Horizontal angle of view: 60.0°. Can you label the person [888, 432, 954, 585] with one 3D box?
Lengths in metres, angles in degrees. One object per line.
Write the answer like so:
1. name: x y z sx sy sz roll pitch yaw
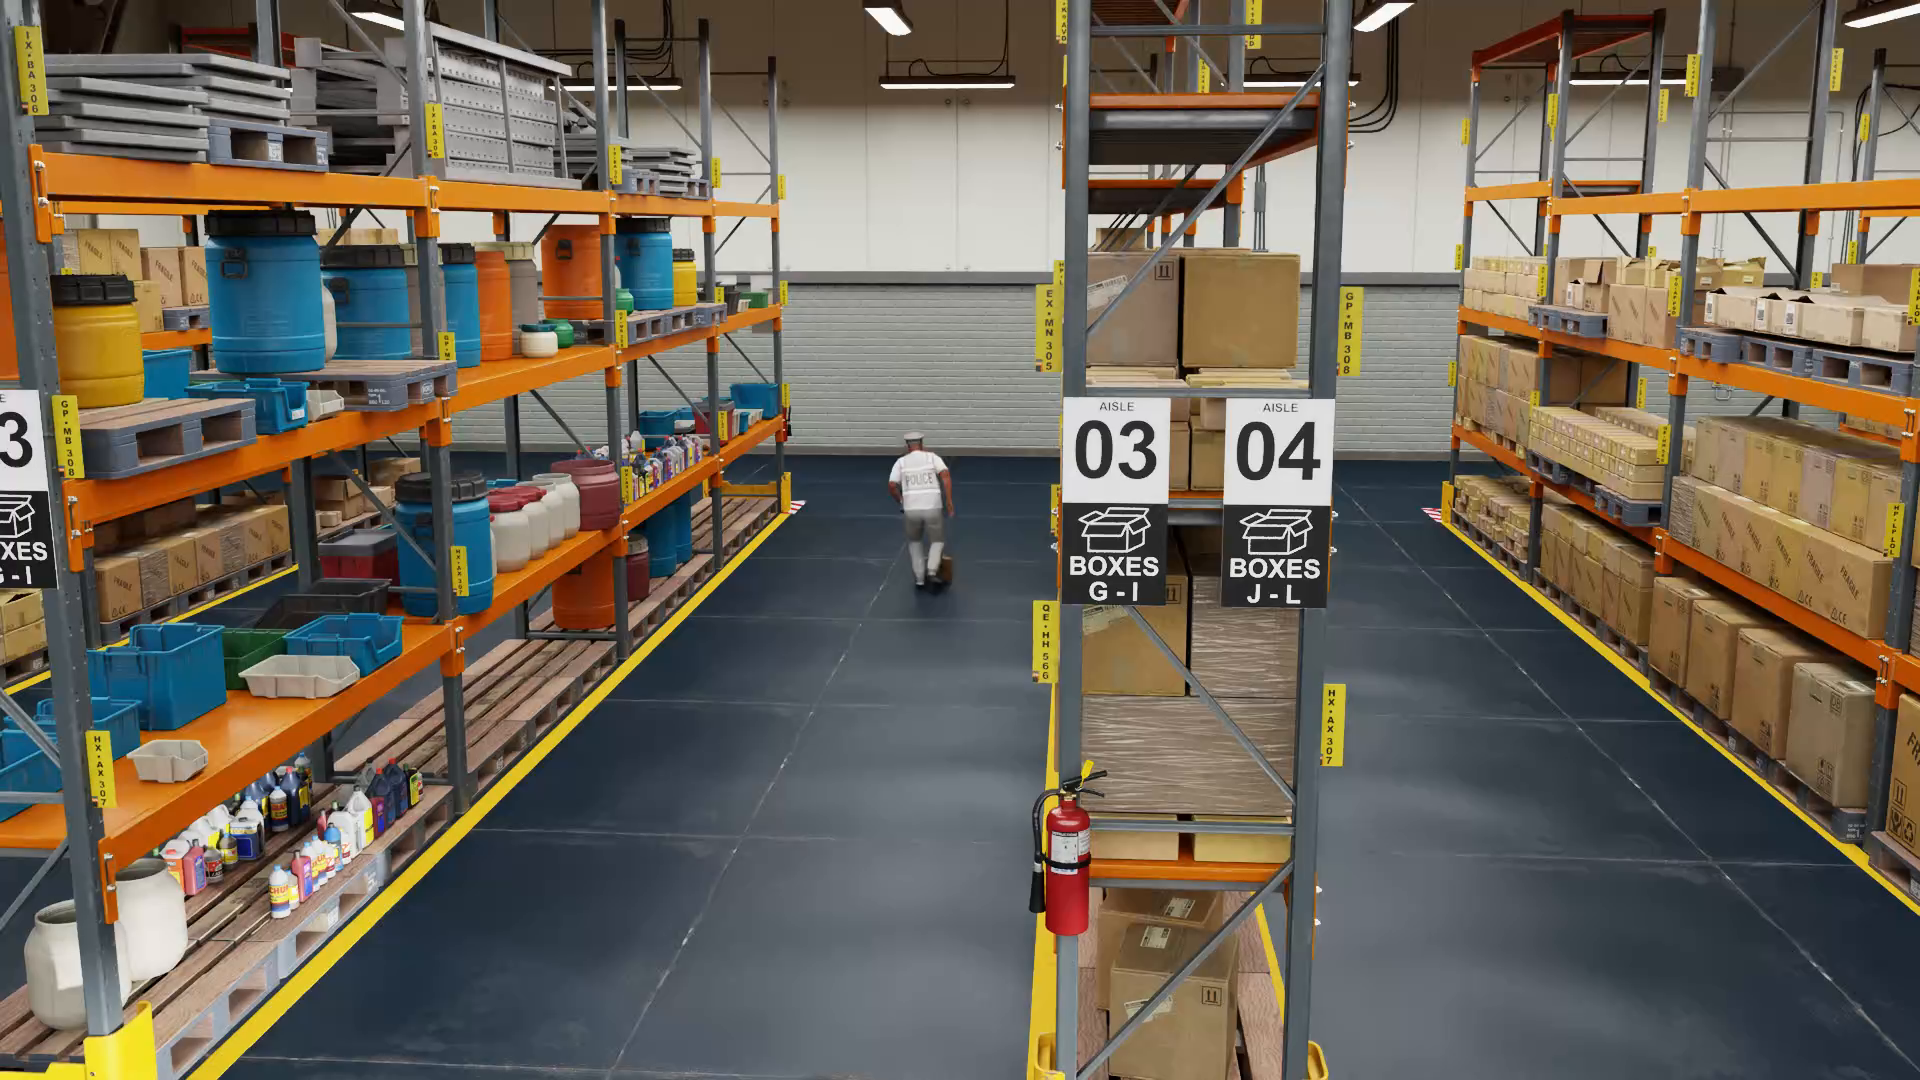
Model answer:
1. person: -0.416 -0.311 17.907 0.712 1.630 0.791 0 11 0
